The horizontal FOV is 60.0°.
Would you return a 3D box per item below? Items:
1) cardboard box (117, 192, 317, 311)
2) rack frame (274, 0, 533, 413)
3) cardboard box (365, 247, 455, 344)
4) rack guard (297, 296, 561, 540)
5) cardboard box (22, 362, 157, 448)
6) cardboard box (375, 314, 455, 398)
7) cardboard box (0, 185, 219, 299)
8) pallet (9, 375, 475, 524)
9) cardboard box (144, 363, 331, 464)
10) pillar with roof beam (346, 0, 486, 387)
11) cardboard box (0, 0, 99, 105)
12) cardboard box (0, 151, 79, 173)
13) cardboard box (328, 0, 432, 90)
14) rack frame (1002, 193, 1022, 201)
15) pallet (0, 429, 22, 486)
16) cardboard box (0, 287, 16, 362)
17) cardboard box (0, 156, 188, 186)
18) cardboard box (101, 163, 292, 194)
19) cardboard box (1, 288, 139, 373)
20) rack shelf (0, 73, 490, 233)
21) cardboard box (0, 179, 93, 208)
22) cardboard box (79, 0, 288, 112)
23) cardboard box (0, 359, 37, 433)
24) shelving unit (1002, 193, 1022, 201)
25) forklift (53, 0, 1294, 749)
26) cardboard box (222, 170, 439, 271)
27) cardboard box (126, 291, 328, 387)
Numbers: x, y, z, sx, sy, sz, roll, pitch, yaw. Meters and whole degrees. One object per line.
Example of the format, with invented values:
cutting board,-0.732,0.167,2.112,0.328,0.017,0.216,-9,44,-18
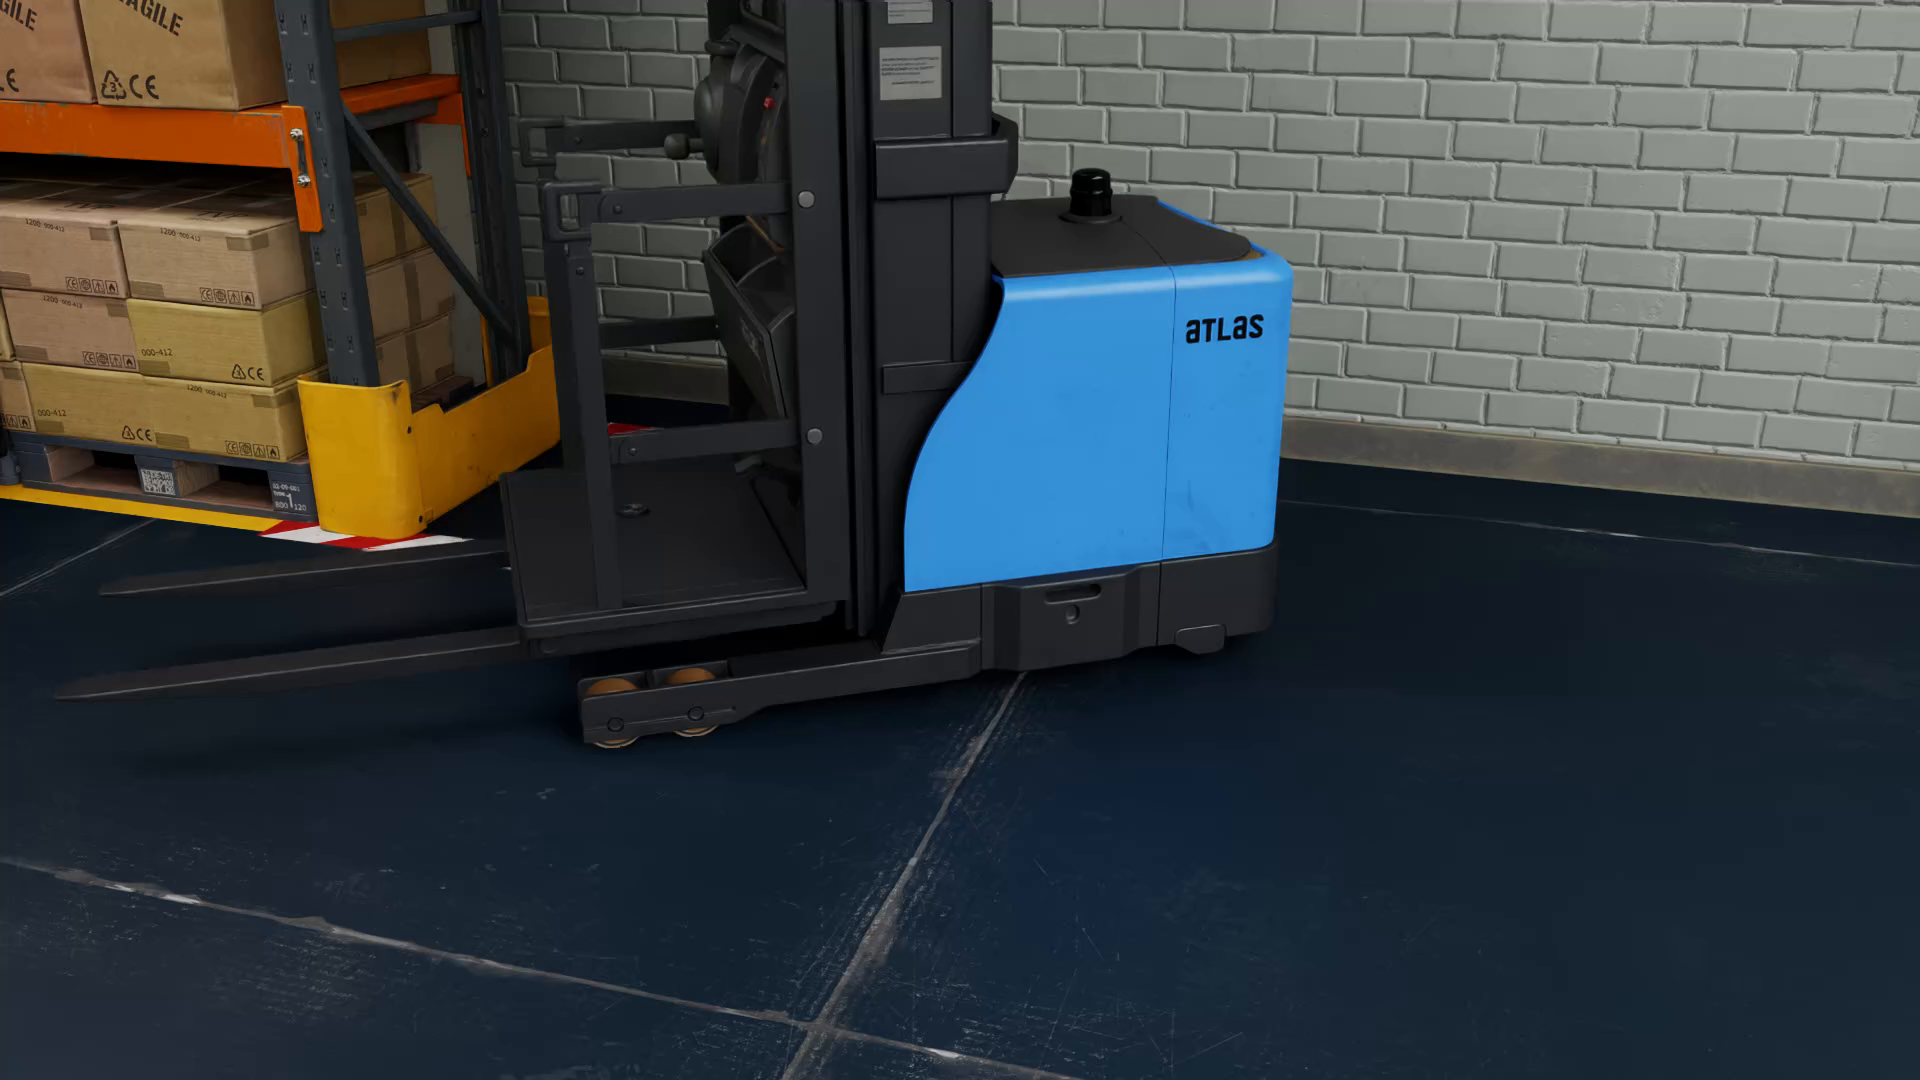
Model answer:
cardboard box,-2.307,-0.938,5.356,0.500,0.250,0.500,7,23,17
rack frame,-1.776,-1.616,5.257,0.127,3.000,1.000,7,23,16
cardboard box,-2.166,-0.897,5.914,0.500,0.250,0.500,7,23,16
rack guard,-1.753,-0.457,5.725,0.348,0.500,1.175,7,23,16
cardboard box,-2.791,-0.533,5.686,0.500,0.250,0.500,7,23,15
cardboard box,-2.190,-0.663,6.004,0.500,0.250,0.500,7,23,16
cardboard box,-2.798,-0.992,5.488,0.500,0.250,0.500,7,23,16
pallet,-2.520,-0.395,5.954,1.213,0.211,1.003,7,23,16
cardboard box,-2.317,-0.475,5.545,0.500,0.250,0.500,7,23,16
pillar with roof beam,-3.426,-3.231,1.290,0.400,9.000,9.100,7,23,16
cardboard box,-2.817,-1.681,5.284,0.500,0.500,0.500,7,23,17
cardboard box,-3.625,-1.293,6.222,0.500,0.250,0.500,6,23,14
cardboard box,-2.170,-1.818,5.617,0.500,0.500,0.500,7,23,17
rack frame,0.160,-0.573,5.283,0.008,1.050,0.200,-6,23,-14
pallet,-3.685,-0.529,6.282,1.213,0.211,1.003,7,23,15
cardboard box,-3.310,-0.817,5.721,0.500,0.250,0.500,6,23,14
cardboard box,-3.137,-1.234,6.079,0.500,0.250,0.500,6,23,15
cardboard box,-2.661,-1.176,5.936,0.500,0.250,0.500,7,23,16
cardboard box,-2.810,-0.768,5.601,0.500,0.250,0.500,6,23,15
rack shelf,-3.691,-1.502,5.928,4.000,0.370,1.077,7,23,16
cardboard box,-3.284,-1.044,5.614,0.500,0.250,0.500,7,23,16
cardboard box,-2.323,-1.621,5.137,0.500,0.500,0.500,6,23,14
cardboard box,-3.267,-0.591,5.828,0.500,0.250,0.500,7,23,16
shelving unit,0.042,-0.560,5.253,0.252,1.050,0.215,-6,23,-14
forklift,-0.719,-1.074,4.025,3.031,2.935,1.130,-7,23,-16
cardboard box,-2.182,-1.122,5.806,0.500,0.250,0.500,6,23,15
cardboard box,-2.333,-0.709,5.458,0.500,0.250,0.500,6,23,15
